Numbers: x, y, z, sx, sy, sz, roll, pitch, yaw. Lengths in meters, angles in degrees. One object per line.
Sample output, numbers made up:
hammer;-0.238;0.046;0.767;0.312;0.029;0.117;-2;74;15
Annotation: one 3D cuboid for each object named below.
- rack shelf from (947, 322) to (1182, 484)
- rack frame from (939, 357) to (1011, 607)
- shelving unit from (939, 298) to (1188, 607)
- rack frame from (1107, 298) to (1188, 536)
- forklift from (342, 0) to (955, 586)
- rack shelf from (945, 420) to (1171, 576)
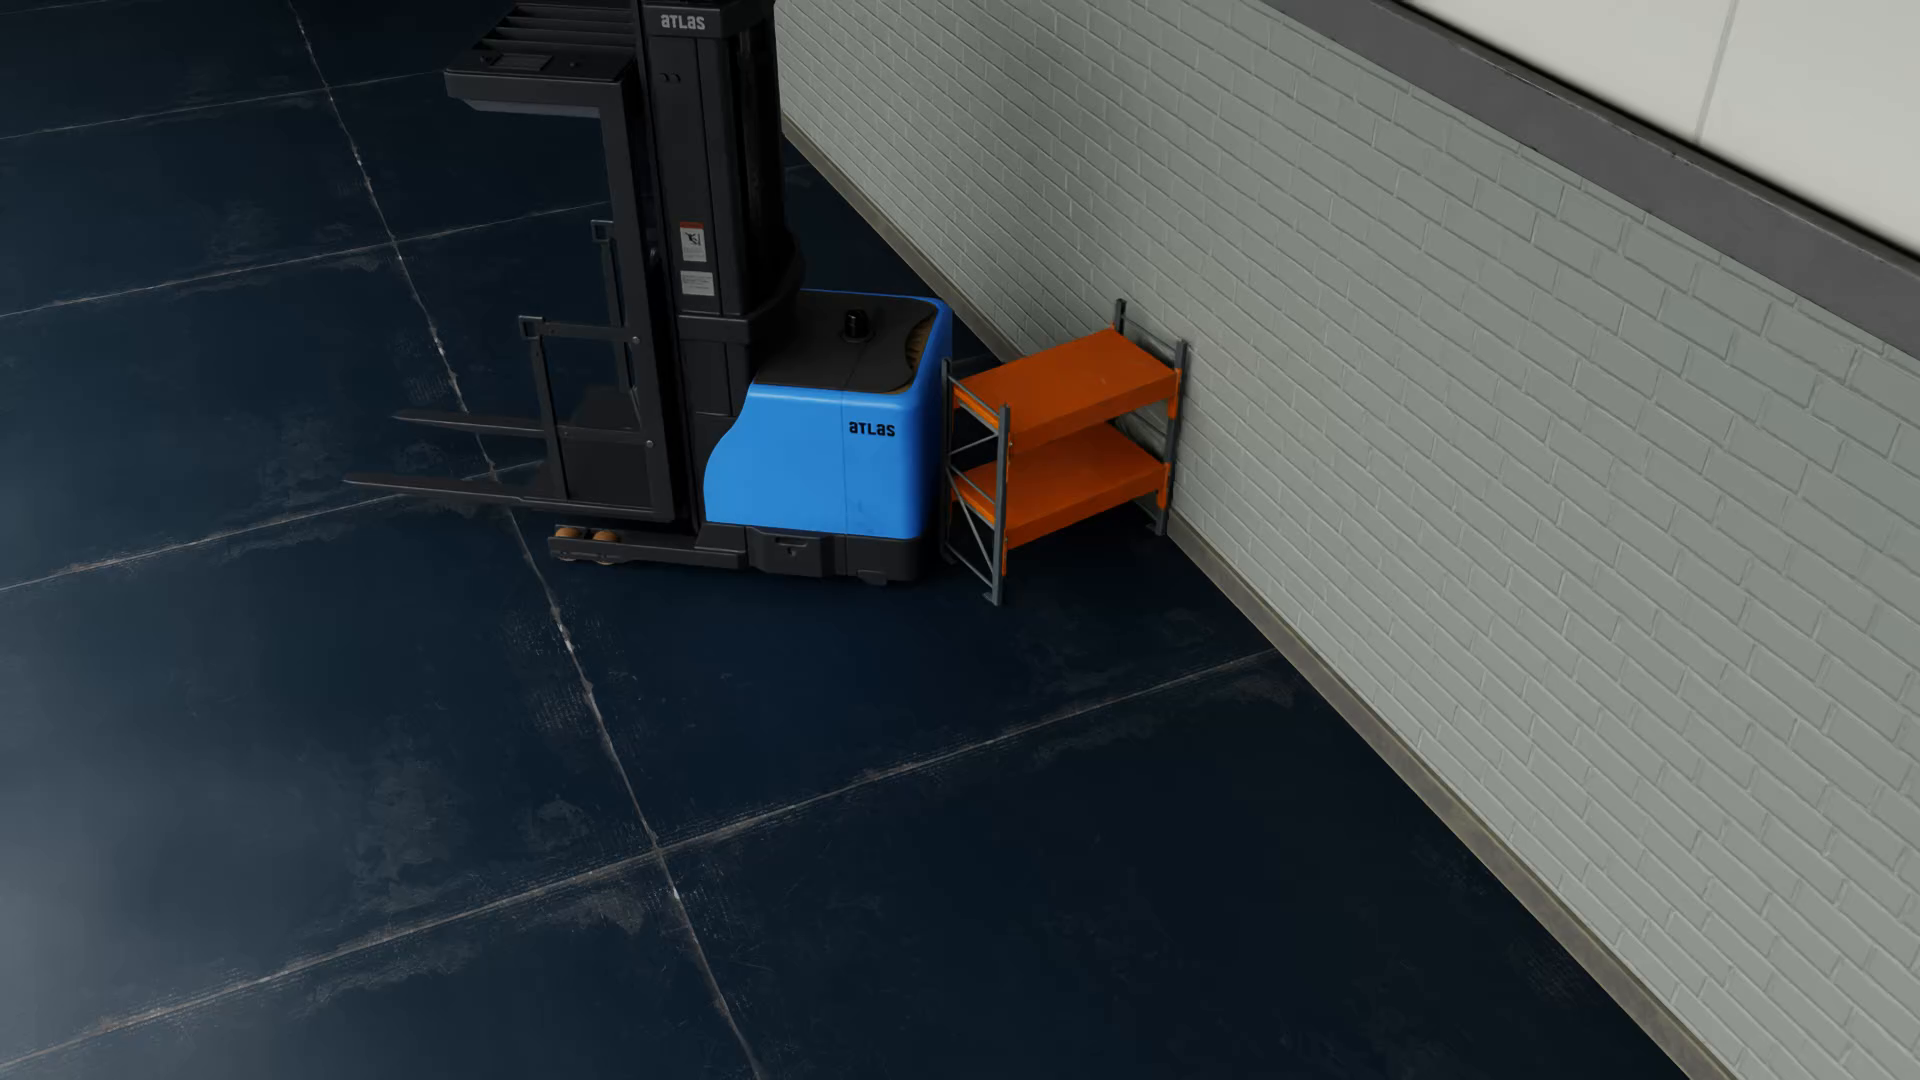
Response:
rack shelf;0.484;-0.660;7.831;1.000;0.278;0.538;-22;43;-27
rack frame;0.058;-0.260;7.778;0.032;1.125;0.500;-22;43;-27
shelving unit;0.478;-0.428;8.010;1.048;1.125;0.538;-22;43;-27
rack frame;0.898;-0.596;8.241;0.032;1.125;0.500;-22;43;-27
forklift;-1.587;-1.359;7.765;3.031;2.935;1.130;5;37;7
rack shelf;0.474;-0.234;8.159;1.000;0.278;0.538;-22;43;-27
